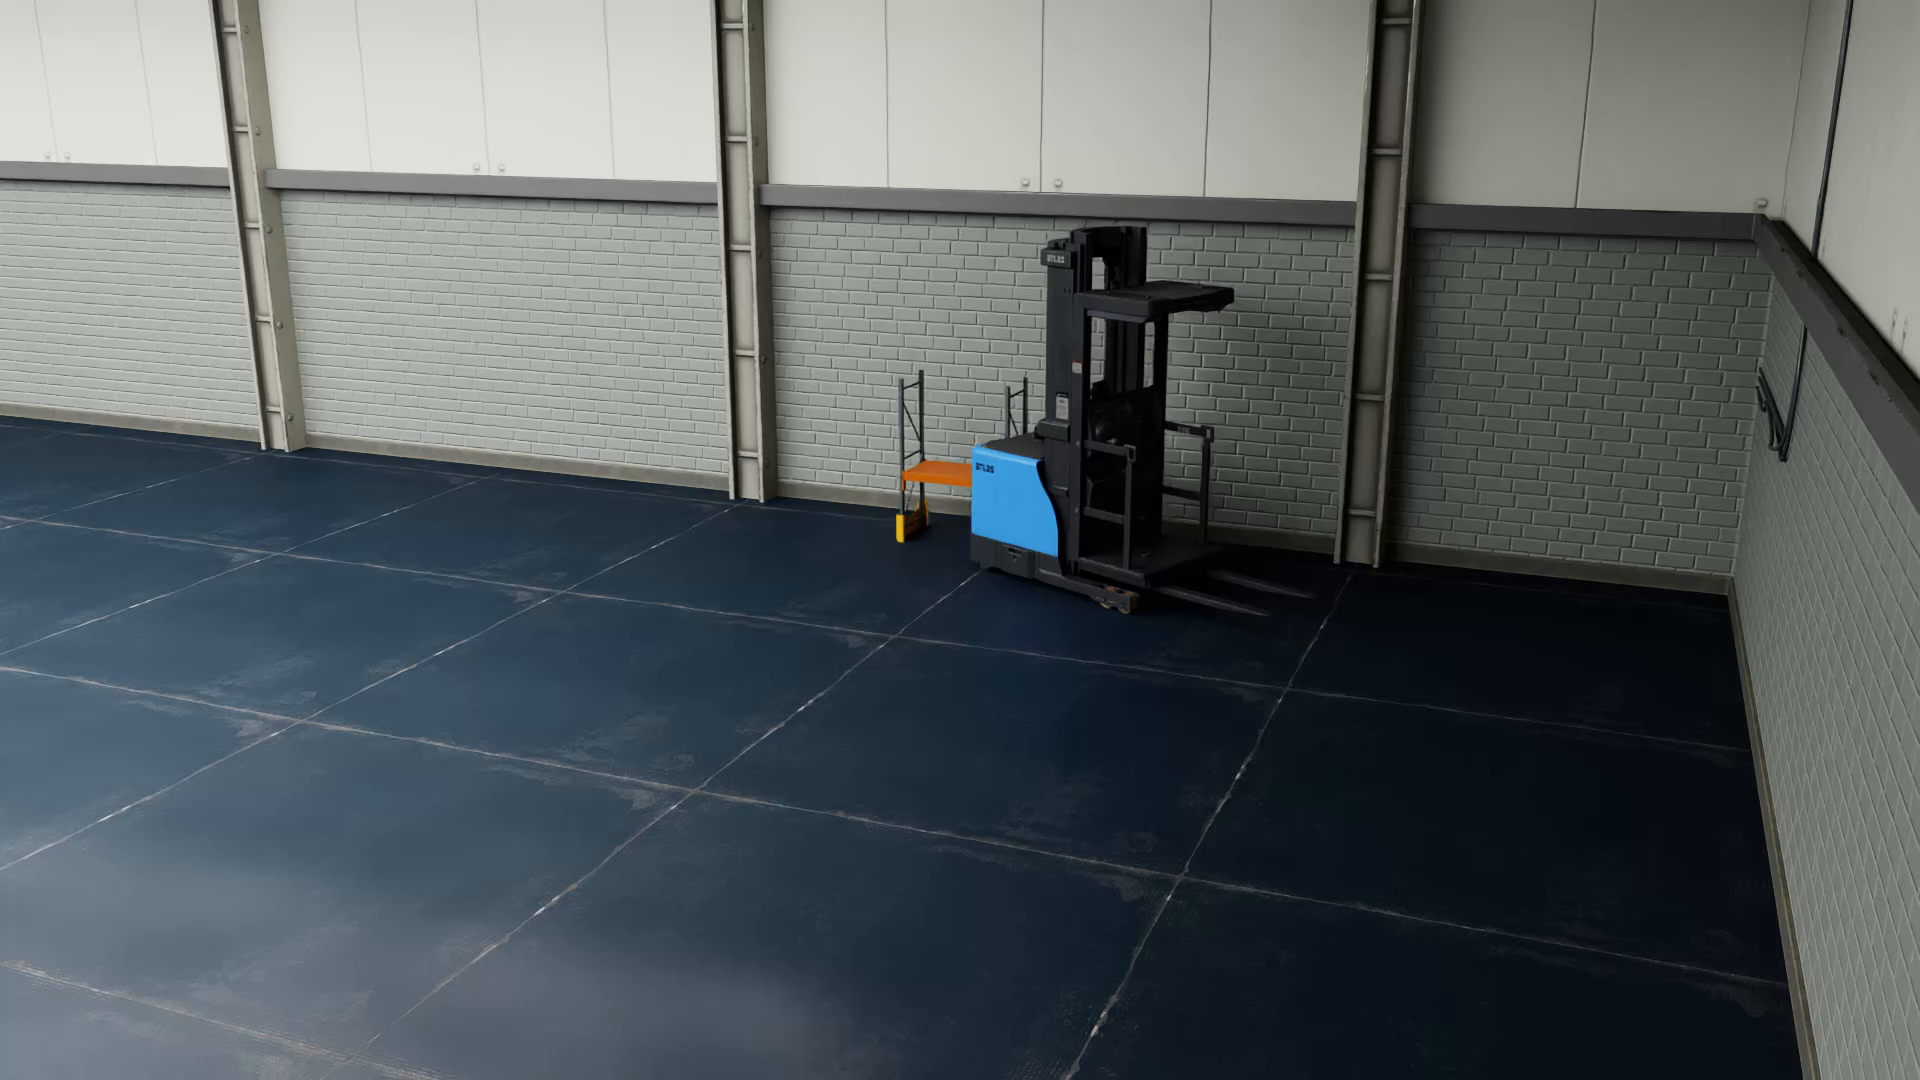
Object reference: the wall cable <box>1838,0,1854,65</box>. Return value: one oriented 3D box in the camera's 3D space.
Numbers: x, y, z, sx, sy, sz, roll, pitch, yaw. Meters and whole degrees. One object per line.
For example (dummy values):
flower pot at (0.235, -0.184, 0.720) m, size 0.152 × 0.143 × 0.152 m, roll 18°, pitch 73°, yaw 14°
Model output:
wall cable at (4.771, -3.729, 8.464) m, size 0.112 × 2.526 × 3.097 m, roll 6°, pitch 17°, yaw 21°

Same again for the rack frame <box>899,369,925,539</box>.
rack frame at (-0.440, -0.780, 15.248) m, size 0.032 × 1.500 × 0.500 m, roll 6°, pitch 17°, yaw 21°

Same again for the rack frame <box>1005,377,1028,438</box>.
rack frame at (0.502, -0.674, 14.881) m, size 0.032 × 1.500 × 0.500 m, roll 6°, pitch 17°, yaw 21°

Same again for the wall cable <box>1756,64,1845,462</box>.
wall cable at (5.764, -2.005, 11.585) m, size 0.112 × 2.526 × 3.097 m, roll 6°, pitch 17°, yaw 21°

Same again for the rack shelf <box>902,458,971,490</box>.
rack shelf at (0.031, -0.554, 15.114) m, size 1.000 × 0.185 × 0.538 m, roll 6°, pitch 17°, yaw 21°

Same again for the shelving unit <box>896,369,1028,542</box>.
shelving unit at (0.023, -0.728, 15.067) m, size 1.083 × 1.500 × 0.587 m, roll 6°, pitch 17°, yaw 21°

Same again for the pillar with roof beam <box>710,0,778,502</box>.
pillar with roof beam at (-3.652, -3.638, 11.640) m, size 0.400 × 9.000 × 9.100 m, roll 6°, pitch 17°, yaw 21°

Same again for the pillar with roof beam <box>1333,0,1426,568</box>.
pillar with roof beam at (1.929, -3.024, 9.526) m, size 0.400 × 9.000 × 9.100 m, roll 6°, pitch 17°, yaw 21°

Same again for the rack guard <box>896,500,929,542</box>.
rack guard at (-0.439, -0.180, 15.422) m, size 0.087 × 0.250 × 0.587 m, roll 6°, pitch 17°, yaw 21°

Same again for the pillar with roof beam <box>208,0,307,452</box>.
pillar with roof beam at (-9.234, -4.251, 13.754) m, size 0.400 × 9.000 × 9.100 m, roll 6°, pitch 17°, yaw 21°

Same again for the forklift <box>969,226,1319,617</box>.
forklift at (1.484, -0.985, 13.384) m, size 3.031 × 2.935 × 1.130 m, roll 15°, pitch 22°, yaw 42°
